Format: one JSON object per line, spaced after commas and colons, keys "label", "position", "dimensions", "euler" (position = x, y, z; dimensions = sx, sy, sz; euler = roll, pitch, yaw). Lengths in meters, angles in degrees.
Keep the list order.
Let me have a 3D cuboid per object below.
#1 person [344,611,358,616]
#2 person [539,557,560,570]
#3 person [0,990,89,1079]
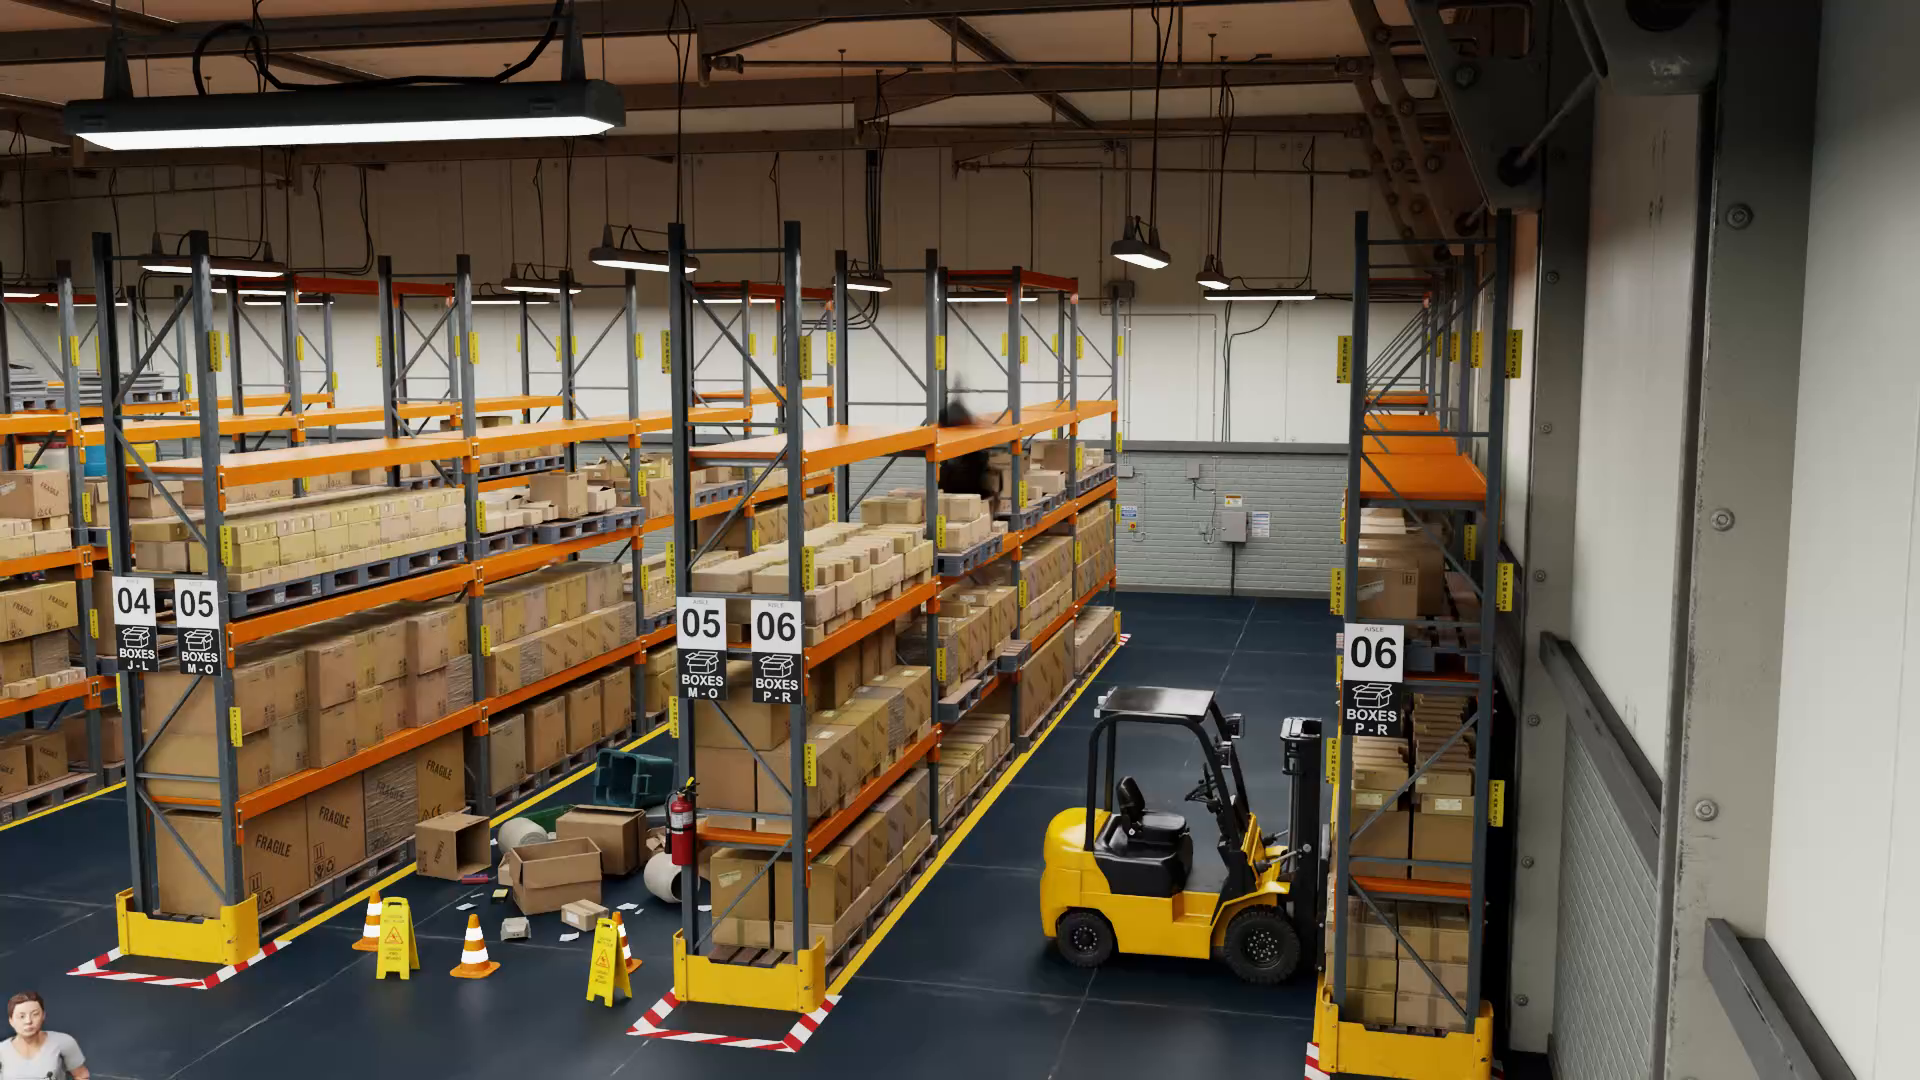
{"label": "person", "position": [-7.906, 1.714, 21.627], "dimensions": [0.576, 1.633, 0.970], "euler": [2, 7, 13]}
{"label": "person", "position": [-6.515, 1.050, 26.652], "dimensions": [0.694, 1.763, 0.673], "euler": [1, 7, 6]}
{"label": "person", "position": [-5.092, 3.261, 9.153], "dimensions": [0.565, 1.637, 0.648], "euler": [-4, 8, -31]}
